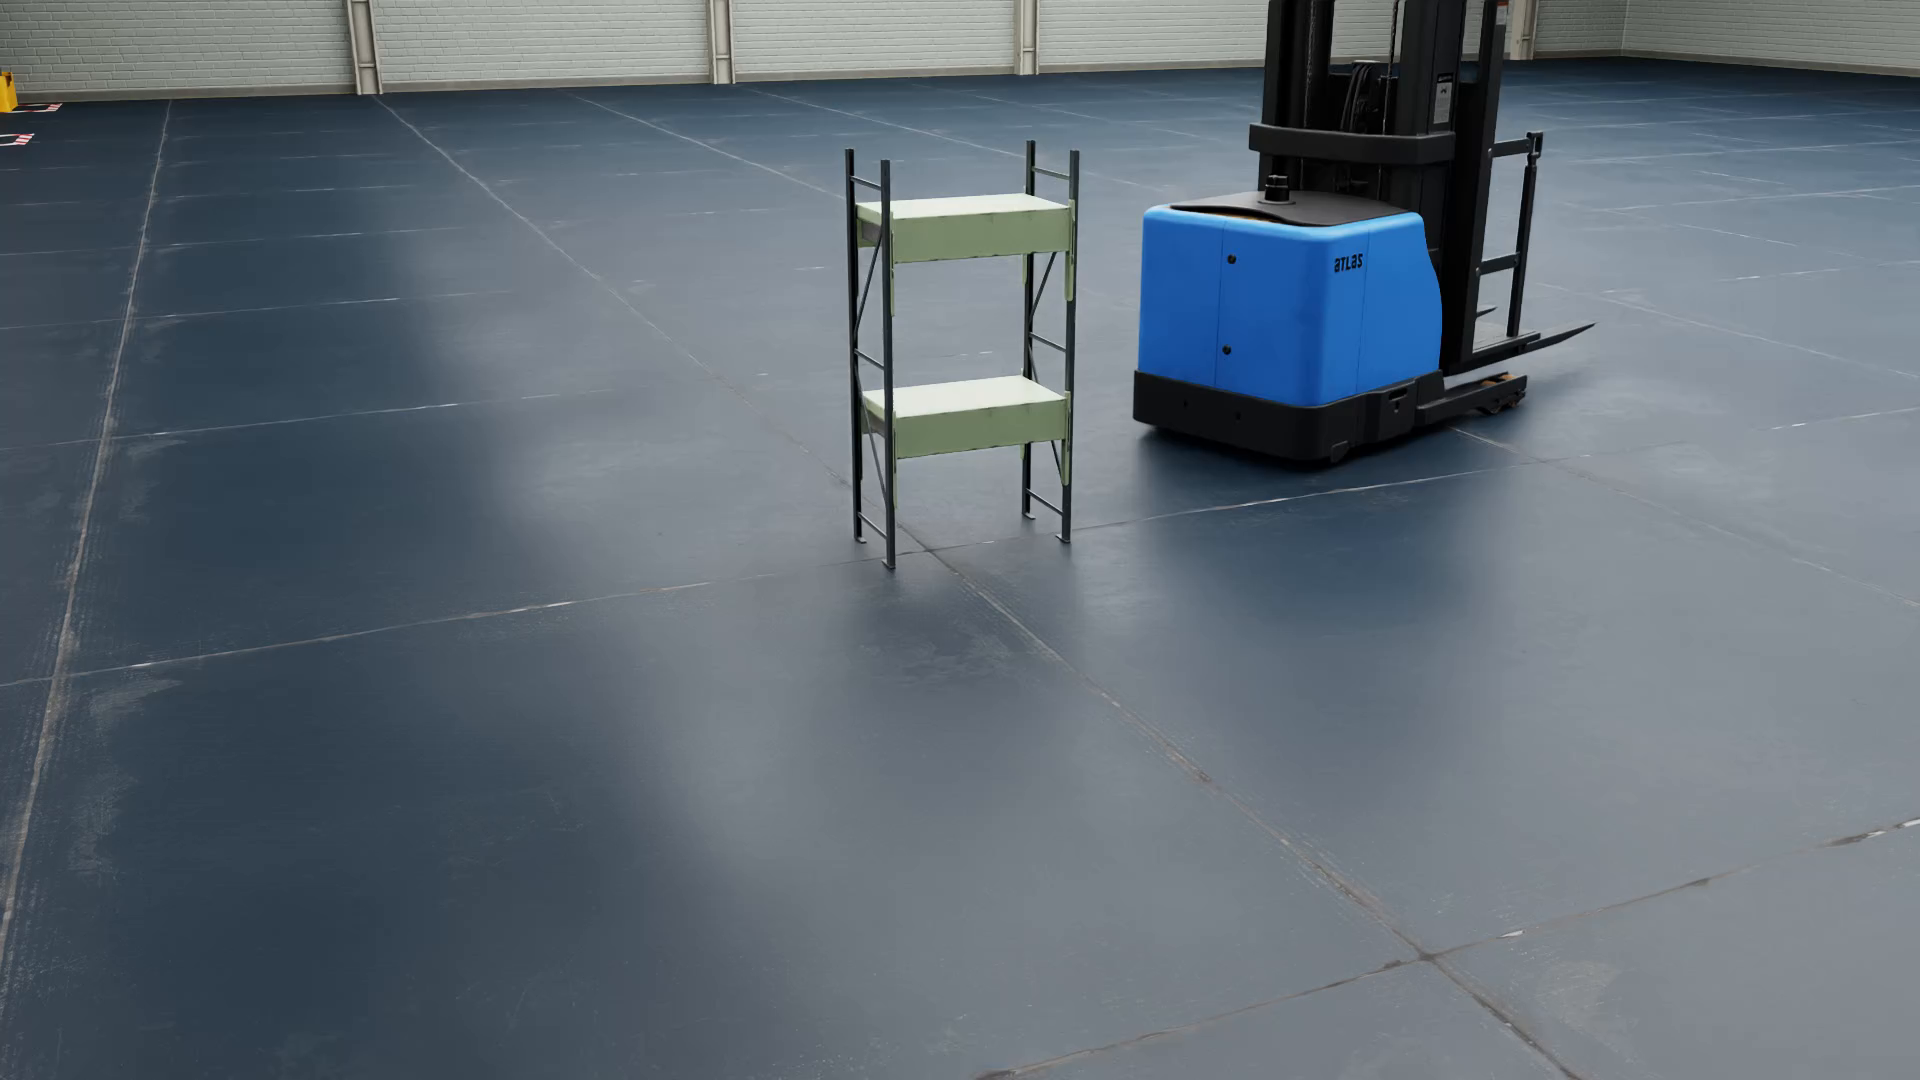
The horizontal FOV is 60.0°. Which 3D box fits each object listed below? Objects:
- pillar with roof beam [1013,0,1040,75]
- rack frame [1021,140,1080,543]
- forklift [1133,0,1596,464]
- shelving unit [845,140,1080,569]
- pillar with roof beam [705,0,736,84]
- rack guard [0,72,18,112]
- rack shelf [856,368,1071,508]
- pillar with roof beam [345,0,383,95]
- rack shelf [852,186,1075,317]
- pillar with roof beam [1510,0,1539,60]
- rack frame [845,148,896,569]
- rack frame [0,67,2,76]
[{"bbox_3d":[2.972,-11.883,26.723,0.400,9.000,9.100,-8,21,-22],"label":"pillar with roof beam"},{"bbox_3d":[0.342,-0.756,6.412,0.023,1.500,0.400,-8,21,-22],"label":"rack frame"},{"bbox_3d":[2.237,-2.122,8.134,3.031,2.935,1.130,-18,26,-41],"label":"forklift"},{"bbox_3d":[0.006,-0.708,6.275,0.755,1.500,0.431,-8,21,-22],"label":"shelving unit"},{"bbox_3d":[-2.537,-11.094,24.481,0.400,9.000,9.100,-8,21,-22],"label":"pillar with roof beam"},{"bbox_3d":[-14.242,-6.639,24.626,0.348,0.500,1.175,-8,21,-22],"label":"rack guard"},{"bbox_3d":[0.006,-0.401,6.384,0.720,0.370,0.431,-8,21,-22],"label":"rack shelf"},{"bbox_3d":[-8.046,-10.305,22.239,0.400,9.000,9.100,-8,21,-22],"label":"pillar with roof beam"},{"bbox_3d":[0.006,-1.076,6.146,0.720,0.370,0.431,-8,21,-22],"label":"rack shelf"},{"bbox_3d":[13.991,-13.462,31.206,0.400,9.000,9.100,-8,21,-22],"label":"pillar with roof beam"},{"bbox_3d":[-0.330,-0.660,6.139,0.023,1.500,0.400,-8,21,-22],"label":"rack frame"},{"bbox_3d":[-14.264,-7.815,24.202,0.127,3.000,1.000,-8,21,-22],"label":"rack frame"}]
